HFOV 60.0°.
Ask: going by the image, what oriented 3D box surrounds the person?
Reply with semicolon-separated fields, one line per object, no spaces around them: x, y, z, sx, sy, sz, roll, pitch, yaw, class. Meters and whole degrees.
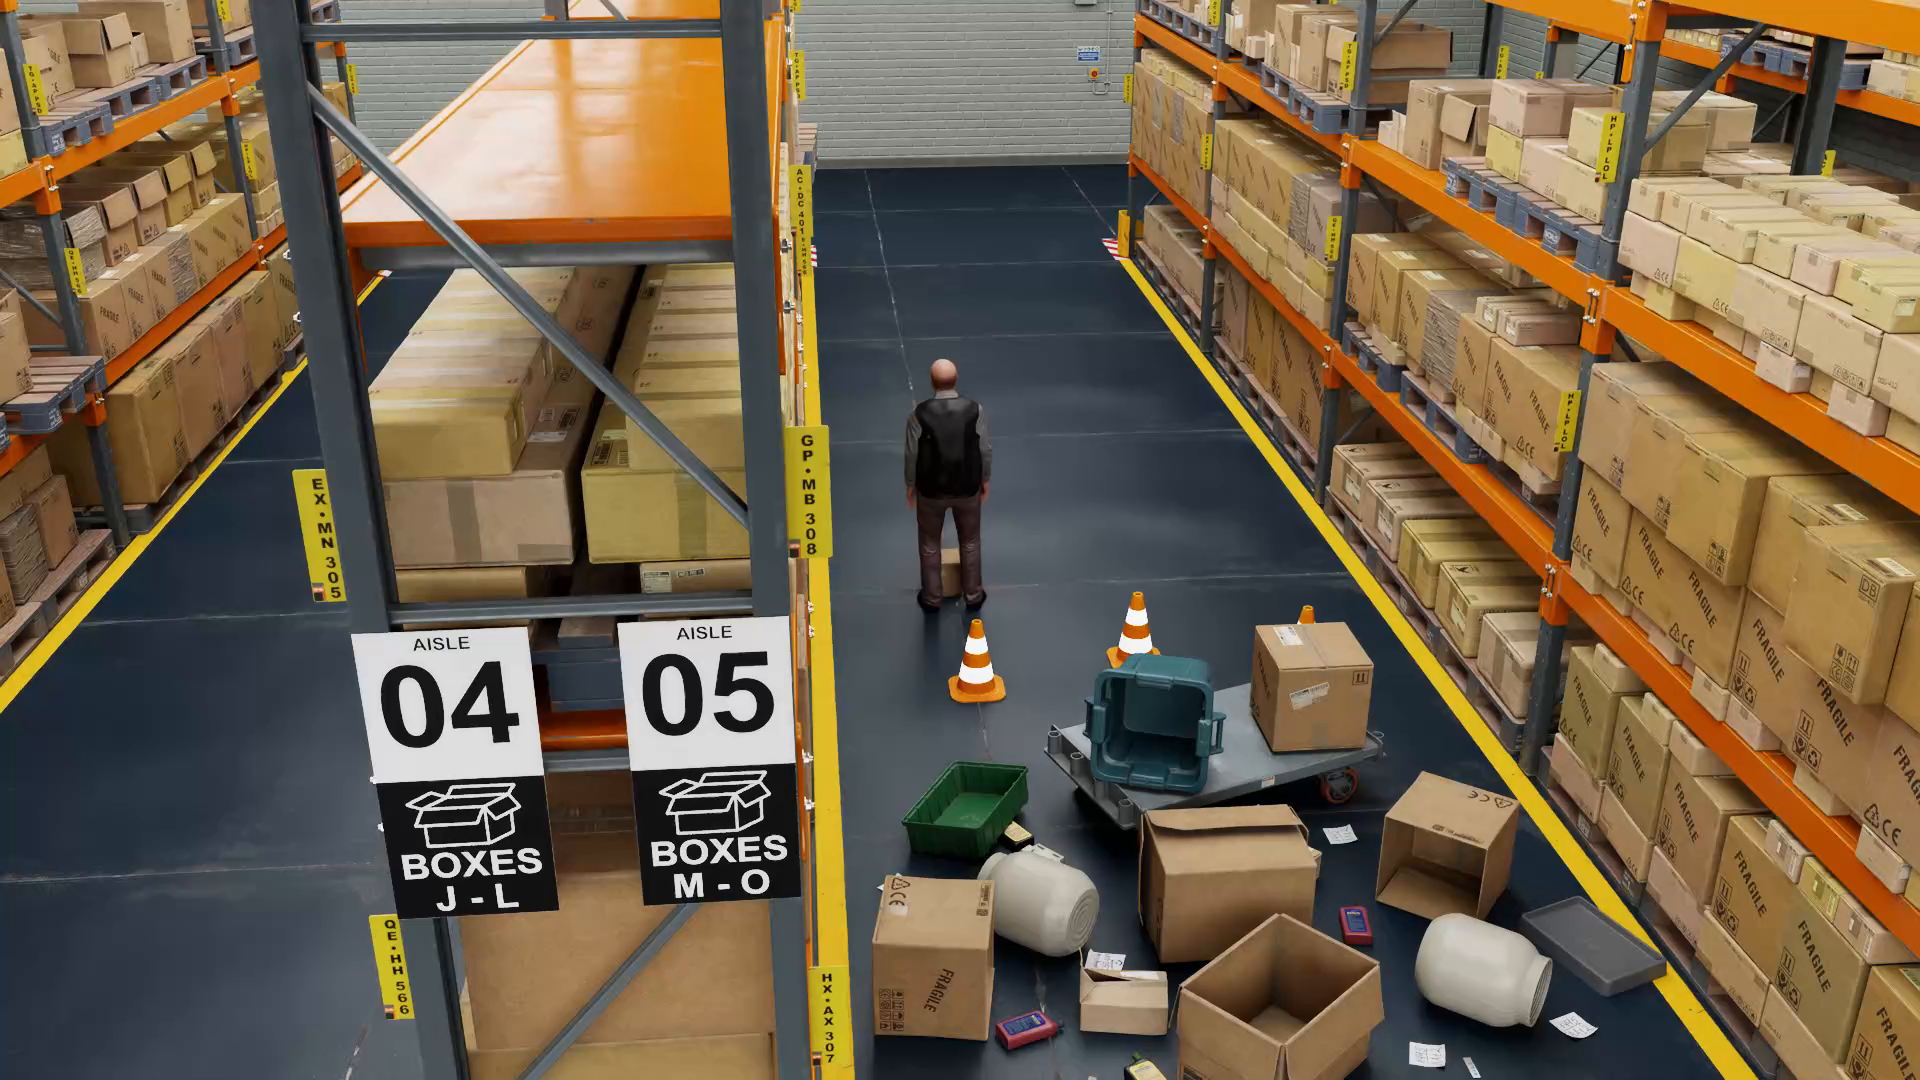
-0.079;-0.357;10.879;0.576;1.663;0.410;-3;24;-7;person
